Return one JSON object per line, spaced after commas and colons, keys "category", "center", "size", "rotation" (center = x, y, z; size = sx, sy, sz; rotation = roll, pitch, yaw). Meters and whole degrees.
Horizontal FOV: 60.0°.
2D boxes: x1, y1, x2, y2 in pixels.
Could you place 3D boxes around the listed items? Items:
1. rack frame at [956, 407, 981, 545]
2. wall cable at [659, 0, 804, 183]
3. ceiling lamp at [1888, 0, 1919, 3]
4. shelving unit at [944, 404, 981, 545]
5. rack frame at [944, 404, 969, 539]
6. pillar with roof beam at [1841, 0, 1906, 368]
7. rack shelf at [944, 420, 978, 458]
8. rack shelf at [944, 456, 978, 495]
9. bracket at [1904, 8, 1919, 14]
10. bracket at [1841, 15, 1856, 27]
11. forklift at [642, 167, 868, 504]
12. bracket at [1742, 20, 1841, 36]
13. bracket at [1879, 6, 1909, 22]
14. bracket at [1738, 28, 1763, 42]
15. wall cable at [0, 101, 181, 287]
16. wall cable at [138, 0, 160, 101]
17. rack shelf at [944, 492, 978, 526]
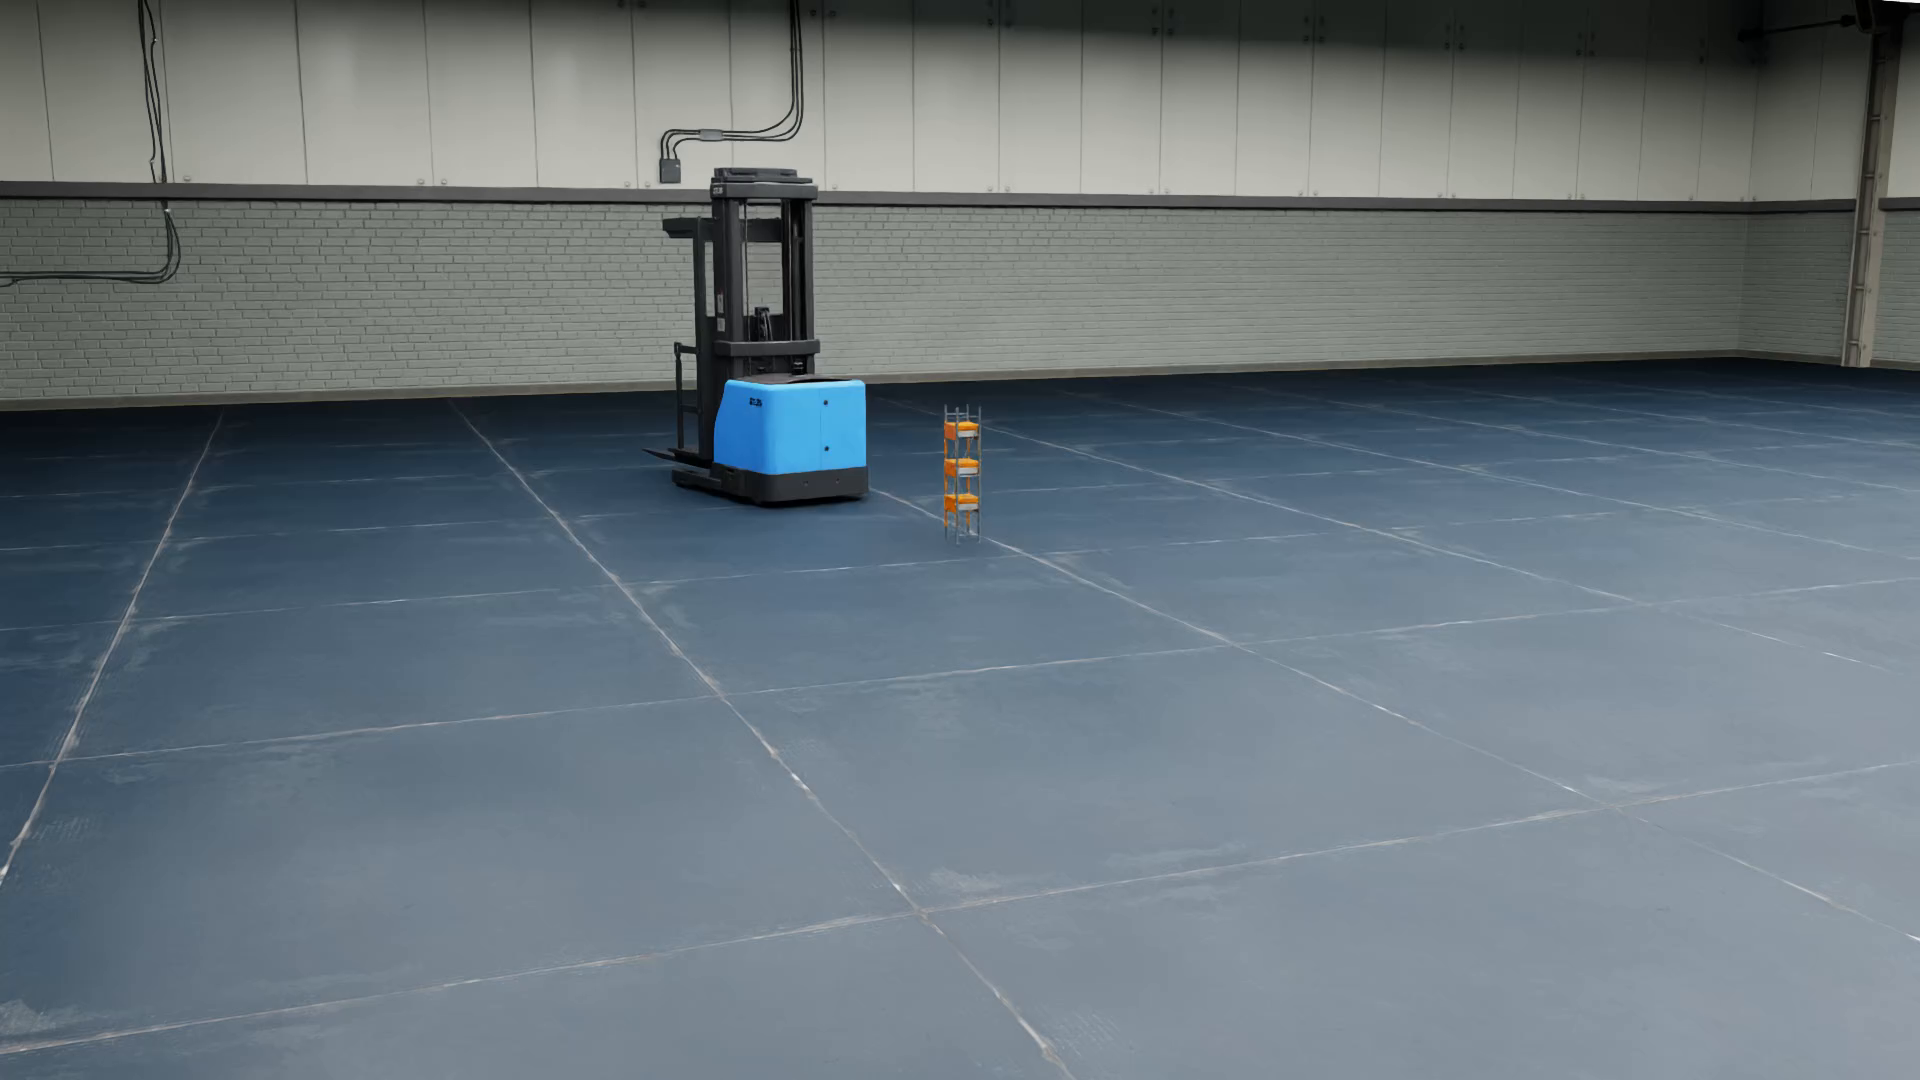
{"category": "rack frame", "center": [0.064, -0.488, 12.667], "size": [0.200, 1.050, 0.008], "rotation": [-4, 11, -21]}
{"category": "wall cable", "center": [-3.522, -8.525, 25.443], "size": [2.305, 6.003, 0.169], "rotation": [-4, 11, -21]}
{"category": "ceiling lamp", "center": [13.595, -9.634, 24.601], "size": [2.000, 3.144, 0.800], "rotation": [-4, 11, -21]}
{"category": "shelving unit", "center": [0.019, -0.508, 12.779], "size": [0.215, 1.050, 0.252], "rotation": [-4, 11, -21]}
{"category": "rack frame", "center": [-0.025, -0.528, 12.891], "size": [0.200, 1.050, 0.008], "rotation": [-4, 11, -21]}
{"category": "pillar with roof beam", "center": [12.806, -7.412, 28.895], "size": [9.100, 9.000, 0.548], "rotation": [-4, 11, -21]}
{"category": "rack shelf", "center": [0.019, -0.777, 12.731], "size": [0.215, 0.259, 0.240], "rotation": [-4, 11, -21]}
{"category": "rack shelf", "center": [0.019, -0.498, 12.781], "size": [0.215, 0.259, 0.240], "rotation": [-4, 11, -21]}
{"category": "bracket", "center": [17.571, -8.947, 27.244], "size": [0.076, 0.066, 4.783], "rotation": [-4, 11, -21]}
{"category": "bracket", "center": [16.337, -9.503, 30.370], "size": [0.235, 0.232, 0.430], "rotation": [-4, 11, -21]}
{"category": "forklift", "center": [-2.080, -1.964, 15.593], "size": [1.130, 2.935, 3.031], "rotation": [-7, 12, -34]}
{"category": "bracket", "center": [15.692, -9.793, 32.003], "size": [0.076, 0.066, 3.189], "rotation": [-4, 11, -21]}
{"category": "bracket", "center": [16.638, -9.367, 29.608], "size": [0.235, 0.232, 0.430], "rotation": [-4, 11, -21]}
{"category": "bracket", "center": [15.478, -9.890, 32.545], "size": [0.235, 0.232, 0.430], "rotation": [-4, 11, -21]}
{"category": "wall cable", "center": [-12.376, -4.722, 22.640], "size": [3.097, 2.526, 0.112], "rotation": [-4, 11, -21]}
{"category": "wall cable", "center": [-9.855, -7.381, 23.163], "size": [3.097, 2.526, 0.112], "rotation": [-4, 11, -21]}
{"category": "rack shelf", "center": [0.019, -0.224, 12.830], "size": [0.215, 0.259, 0.240], "rotation": [-4, 11, -21]}
